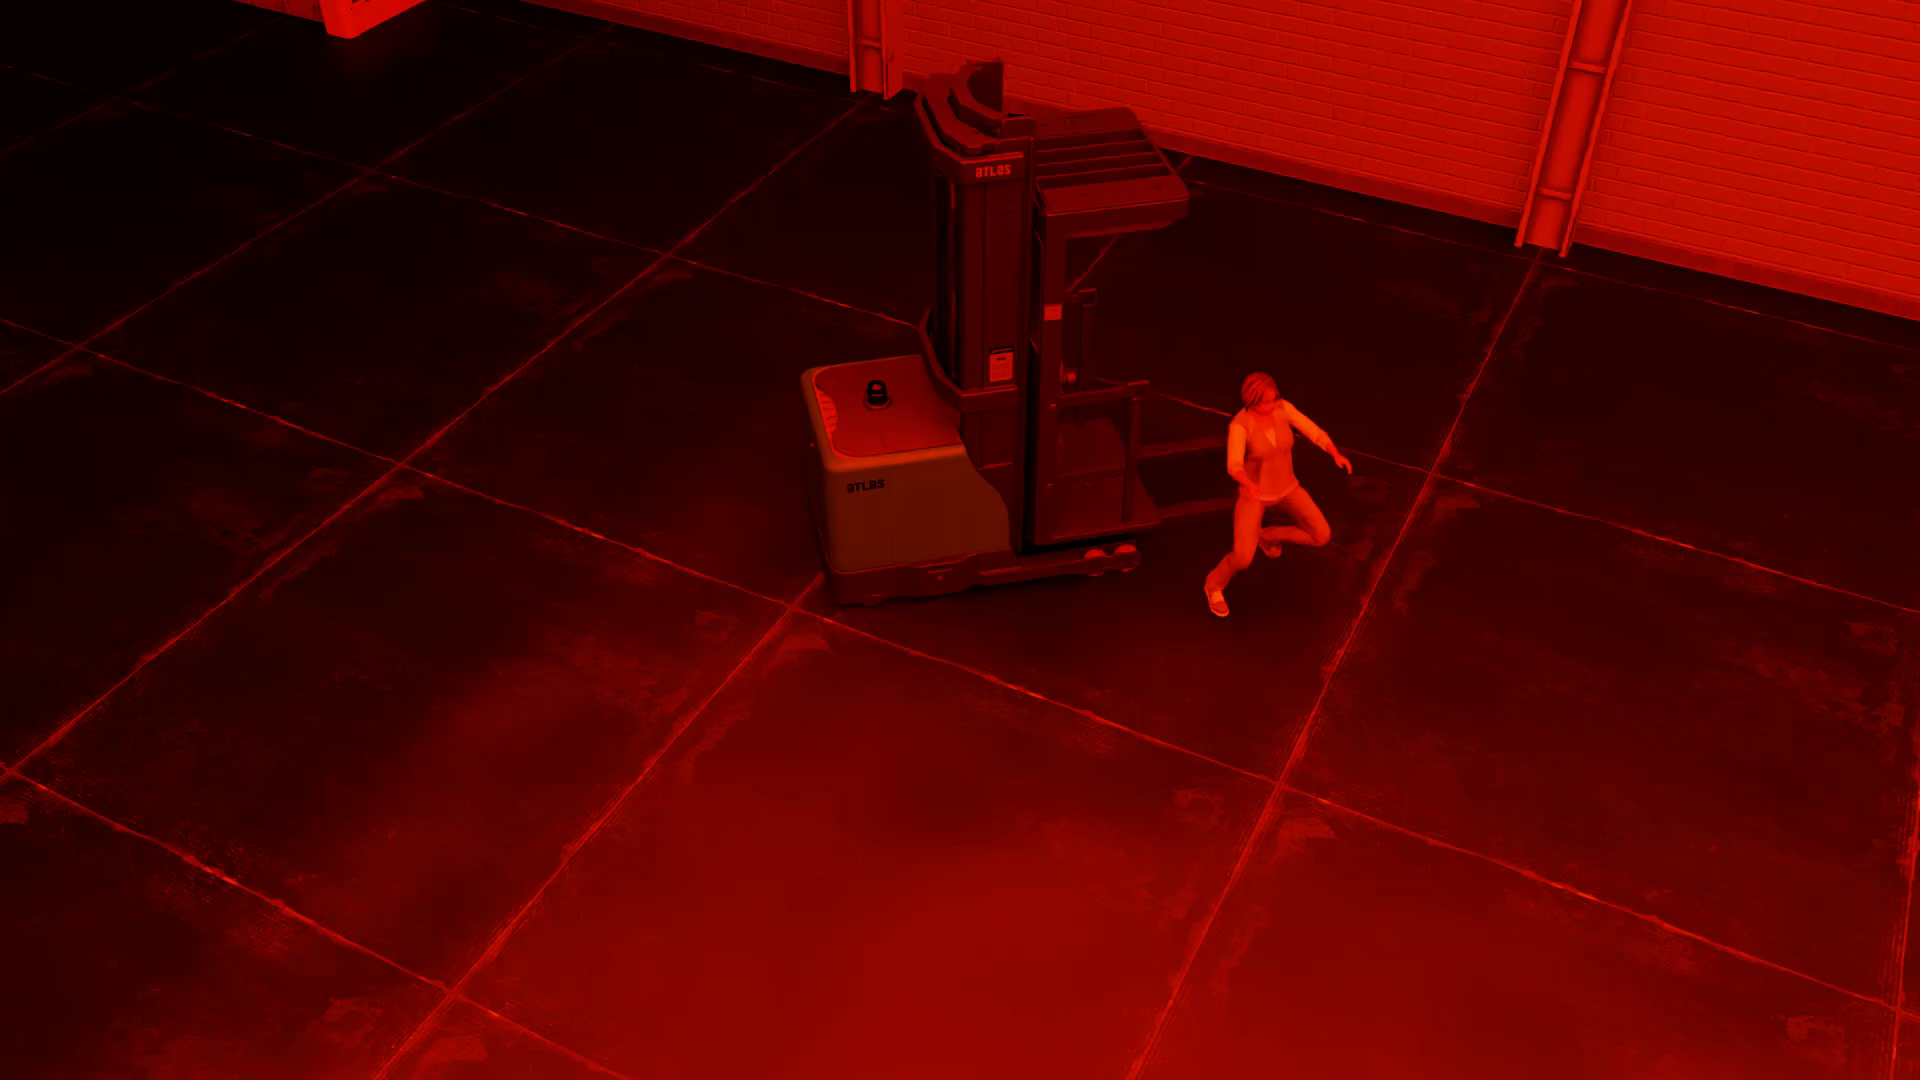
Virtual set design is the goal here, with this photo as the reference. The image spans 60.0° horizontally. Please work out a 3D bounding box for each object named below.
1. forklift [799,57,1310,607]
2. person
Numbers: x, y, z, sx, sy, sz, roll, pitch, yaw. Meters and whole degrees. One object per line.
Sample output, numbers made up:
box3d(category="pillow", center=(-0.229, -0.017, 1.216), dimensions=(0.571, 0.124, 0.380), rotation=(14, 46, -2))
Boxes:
box3d(category="forklift", center=(0.614, -1.226, 9.442), dimensions=(3.031, 2.935, 1.130), rotation=(-8, 41, -10))
box3d(category="person", center=(1.755, -0.210, 9.338), dimensions=(0.688, 1.443, 0.705), rotation=(-14, 42, -16))
